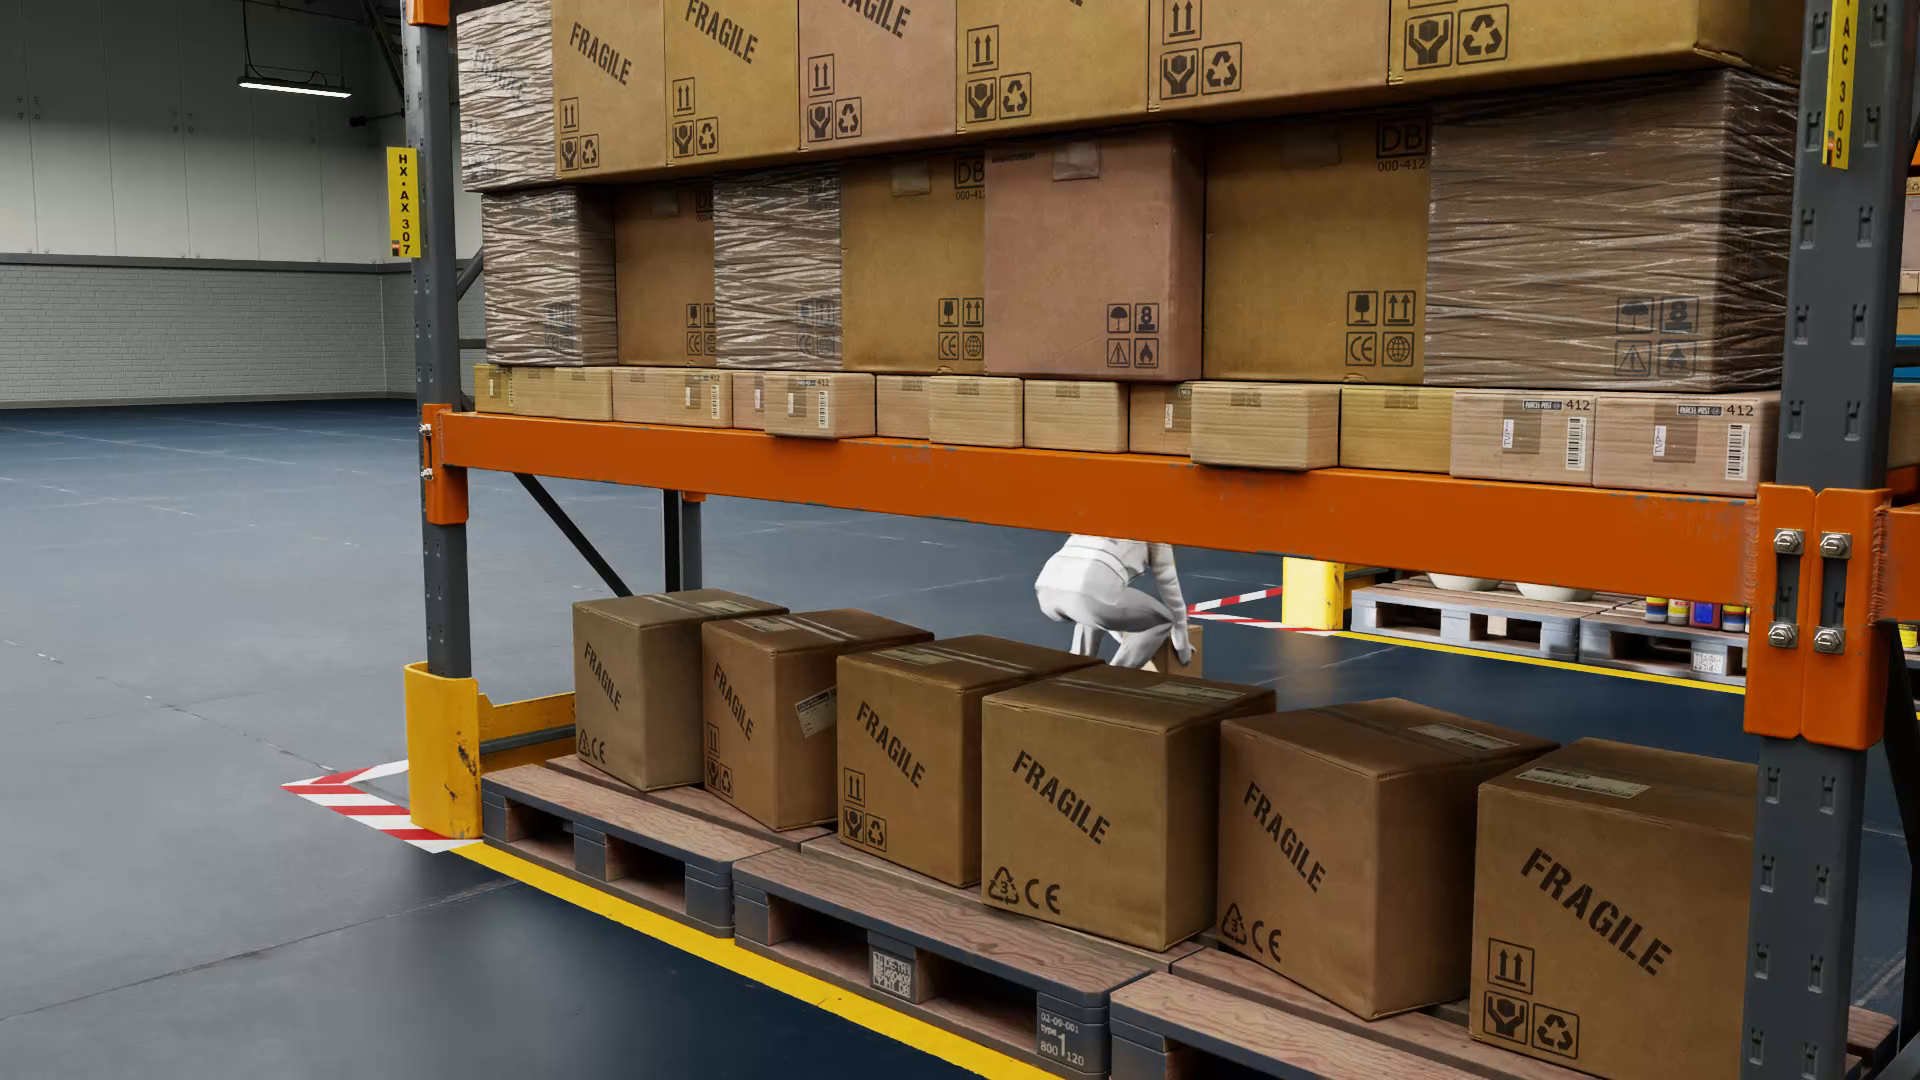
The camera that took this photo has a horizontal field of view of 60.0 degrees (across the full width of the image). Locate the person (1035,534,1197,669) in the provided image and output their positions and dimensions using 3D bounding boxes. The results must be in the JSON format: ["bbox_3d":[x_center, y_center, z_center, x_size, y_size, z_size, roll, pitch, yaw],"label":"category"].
[{"bbox_3d":[0.667,0.212,7.118,0.490,0.914,0.847,7,10,43],"label":"person"}]
